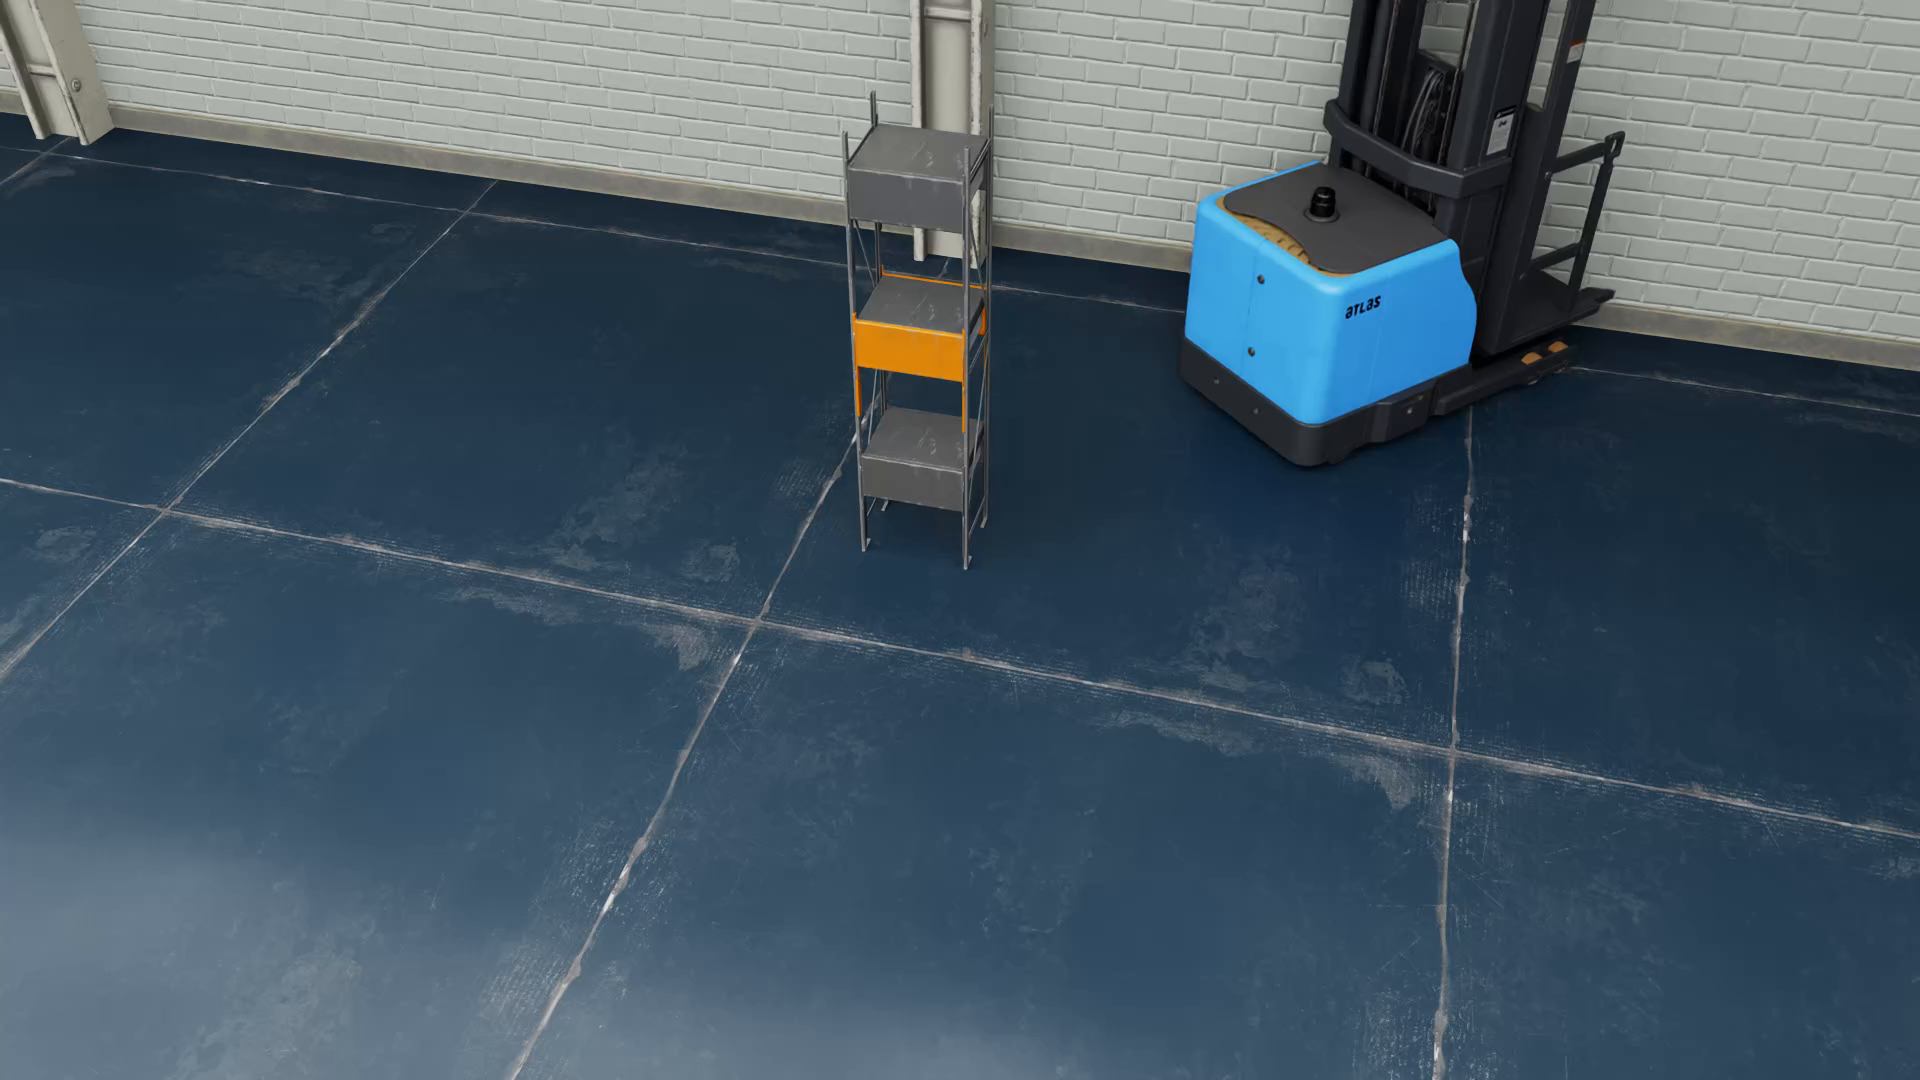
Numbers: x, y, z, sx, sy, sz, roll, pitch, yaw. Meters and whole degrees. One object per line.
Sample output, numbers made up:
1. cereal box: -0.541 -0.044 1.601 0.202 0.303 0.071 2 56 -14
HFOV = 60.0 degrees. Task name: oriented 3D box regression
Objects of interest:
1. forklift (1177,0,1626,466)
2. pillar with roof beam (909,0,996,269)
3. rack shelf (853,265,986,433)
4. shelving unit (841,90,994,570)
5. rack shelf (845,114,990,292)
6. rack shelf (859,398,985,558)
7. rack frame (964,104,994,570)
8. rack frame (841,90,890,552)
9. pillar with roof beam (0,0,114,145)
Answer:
1. forklift: 2.659 -2.205 8.121 3.031 2.935 1.130 -22 45 -24
2. pillar with roof beam: -1.152 -2.473 3.722 0.400 9.000 9.100 10 41 11
3. rack shelf: -0.160 -0.821 7.141 0.480 0.518 0.431 10 41 11
4. shelving unit: -0.160 -0.832 7.132 0.503 2.100 0.431 10 41 11
5. rack shelf: -0.160 -1.357 6.691 0.480 0.518 0.431 10 41 11
6. rack shelf: -0.160 -0.285 7.591 0.480 0.518 0.431 10 41 11
7. rack frame: 0.076 -0.791 7.084 0.015 2.100 0.400 10 41 11
8. rack frame: -0.396 -0.872 7.180 0.015 2.100 0.400 10 41 11
9. pillar with roof beam: -6.948 -3.470 4.910 0.400 9.000 9.100 10 41 11
